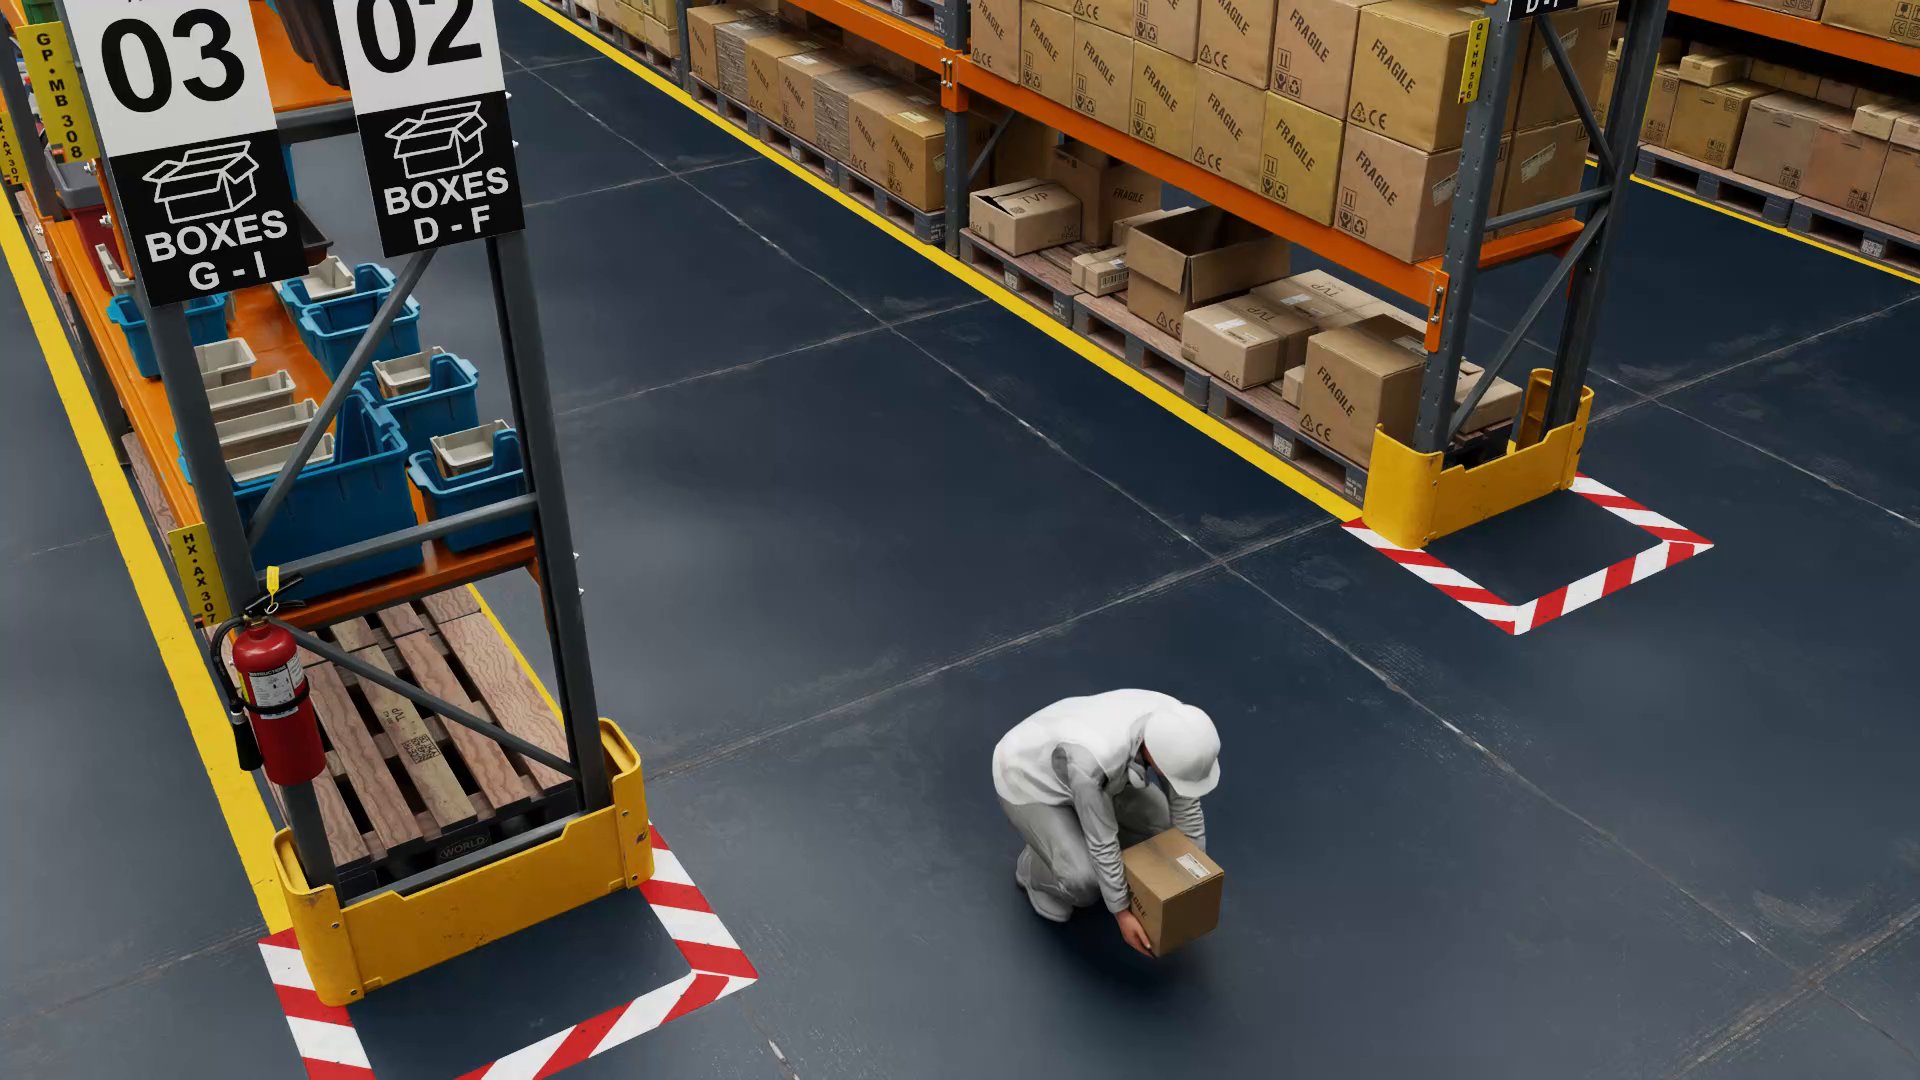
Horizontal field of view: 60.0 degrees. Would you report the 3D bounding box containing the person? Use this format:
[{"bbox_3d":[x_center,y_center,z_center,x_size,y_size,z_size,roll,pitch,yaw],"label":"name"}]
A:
[{"bbox_3d":[0.491,0.838,5.510,0.523,1.019,0.863,-20,37,-28],"label":"person"}]
